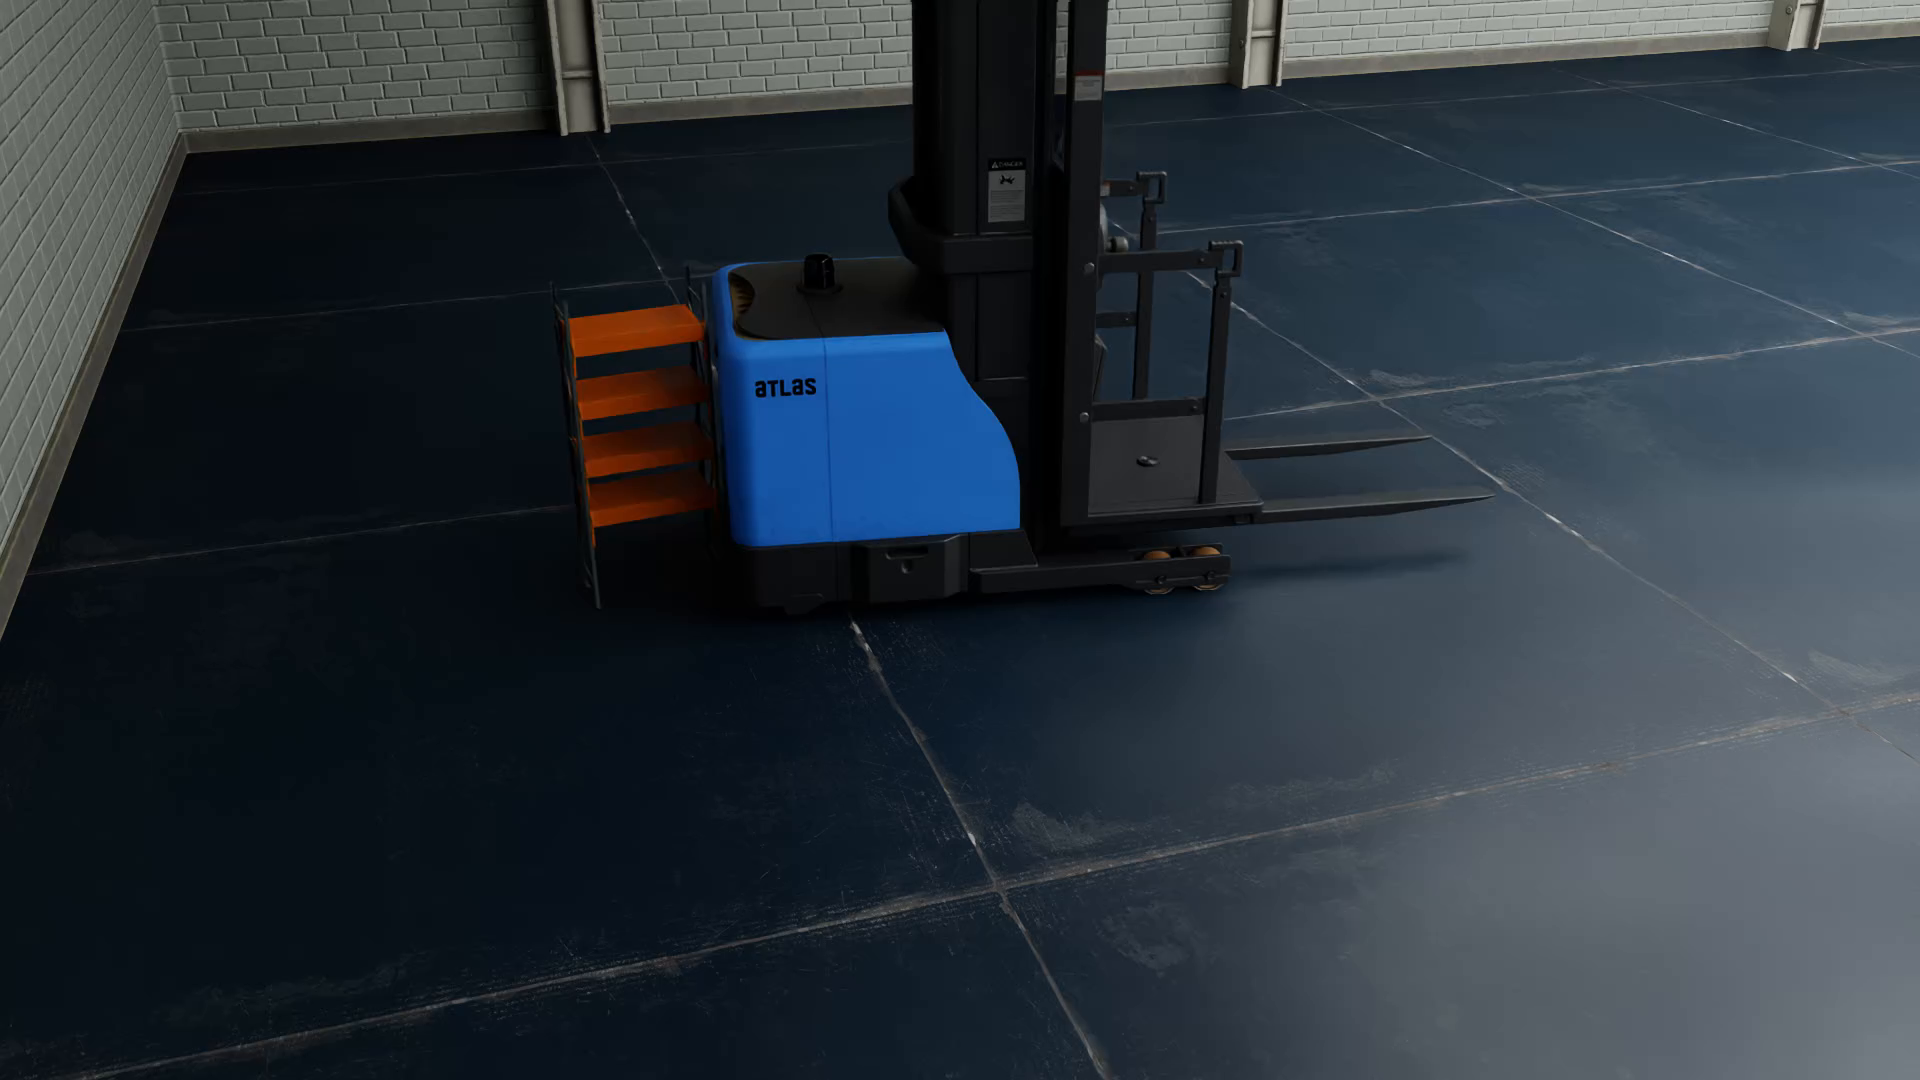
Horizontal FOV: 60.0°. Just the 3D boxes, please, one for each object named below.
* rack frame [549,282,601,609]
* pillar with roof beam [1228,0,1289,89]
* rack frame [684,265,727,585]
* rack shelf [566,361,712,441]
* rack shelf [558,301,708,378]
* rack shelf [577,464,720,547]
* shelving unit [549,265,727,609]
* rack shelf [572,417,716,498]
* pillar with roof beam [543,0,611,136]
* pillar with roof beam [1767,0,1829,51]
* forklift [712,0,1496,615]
[{"bbox_3d":[-1.402,-0.330,6.065,0.015,1.200,0.240,-11,28,-21],"label":"rack frame"},{"bbox_3d":[4.000,-6.347,9.415,0.400,9.000,9.100,-8,28,-16],"label":"pillar with roof beam"},{"bbox_3d":[-0.953,-0.415,6.237,0.015,1.200,0.240,-11,28,-21],"label":"rack frame"},{"bbox_3d":[-1.177,-0.512,6.081,0.480,0.148,0.258,-11,28,-21],"label":"rack shelf"},{"bbox_3d":[-1.177,-0.724,5.976,0.480,0.148,0.258,-11,28,-21],"label":"rack shelf"},{"bbox_3d":[-1.177,-0.134,6.269,0.480,0.148,0.258,-11,28,-21],"label":"rack shelf"},{"bbox_3d":[-1.177,-0.372,6.151,0.503,1.200,0.258,-11,28,-21],"label":"shelving unit"},{"bbox_3d":[-1.177,-0.312,6.180,0.480,0.148,0.258,-11,28,-21],"label":"rack shelf"},{"bbox_3d":[-1.705,-5.521,7.751,0.400,9.000,9.100,-8,28,-16],"label":"pillar with roof beam"},{"bbox_3d":[9.705,-7.173,11.079,0.400,9.000,9.100,-8,28,-16],"label":"pillar with roof beam"},{"bbox_3d":[0.585,-1.331,6.135,3.031,2.935,1.130,-4,27,-8],"label":"forklift"}]
